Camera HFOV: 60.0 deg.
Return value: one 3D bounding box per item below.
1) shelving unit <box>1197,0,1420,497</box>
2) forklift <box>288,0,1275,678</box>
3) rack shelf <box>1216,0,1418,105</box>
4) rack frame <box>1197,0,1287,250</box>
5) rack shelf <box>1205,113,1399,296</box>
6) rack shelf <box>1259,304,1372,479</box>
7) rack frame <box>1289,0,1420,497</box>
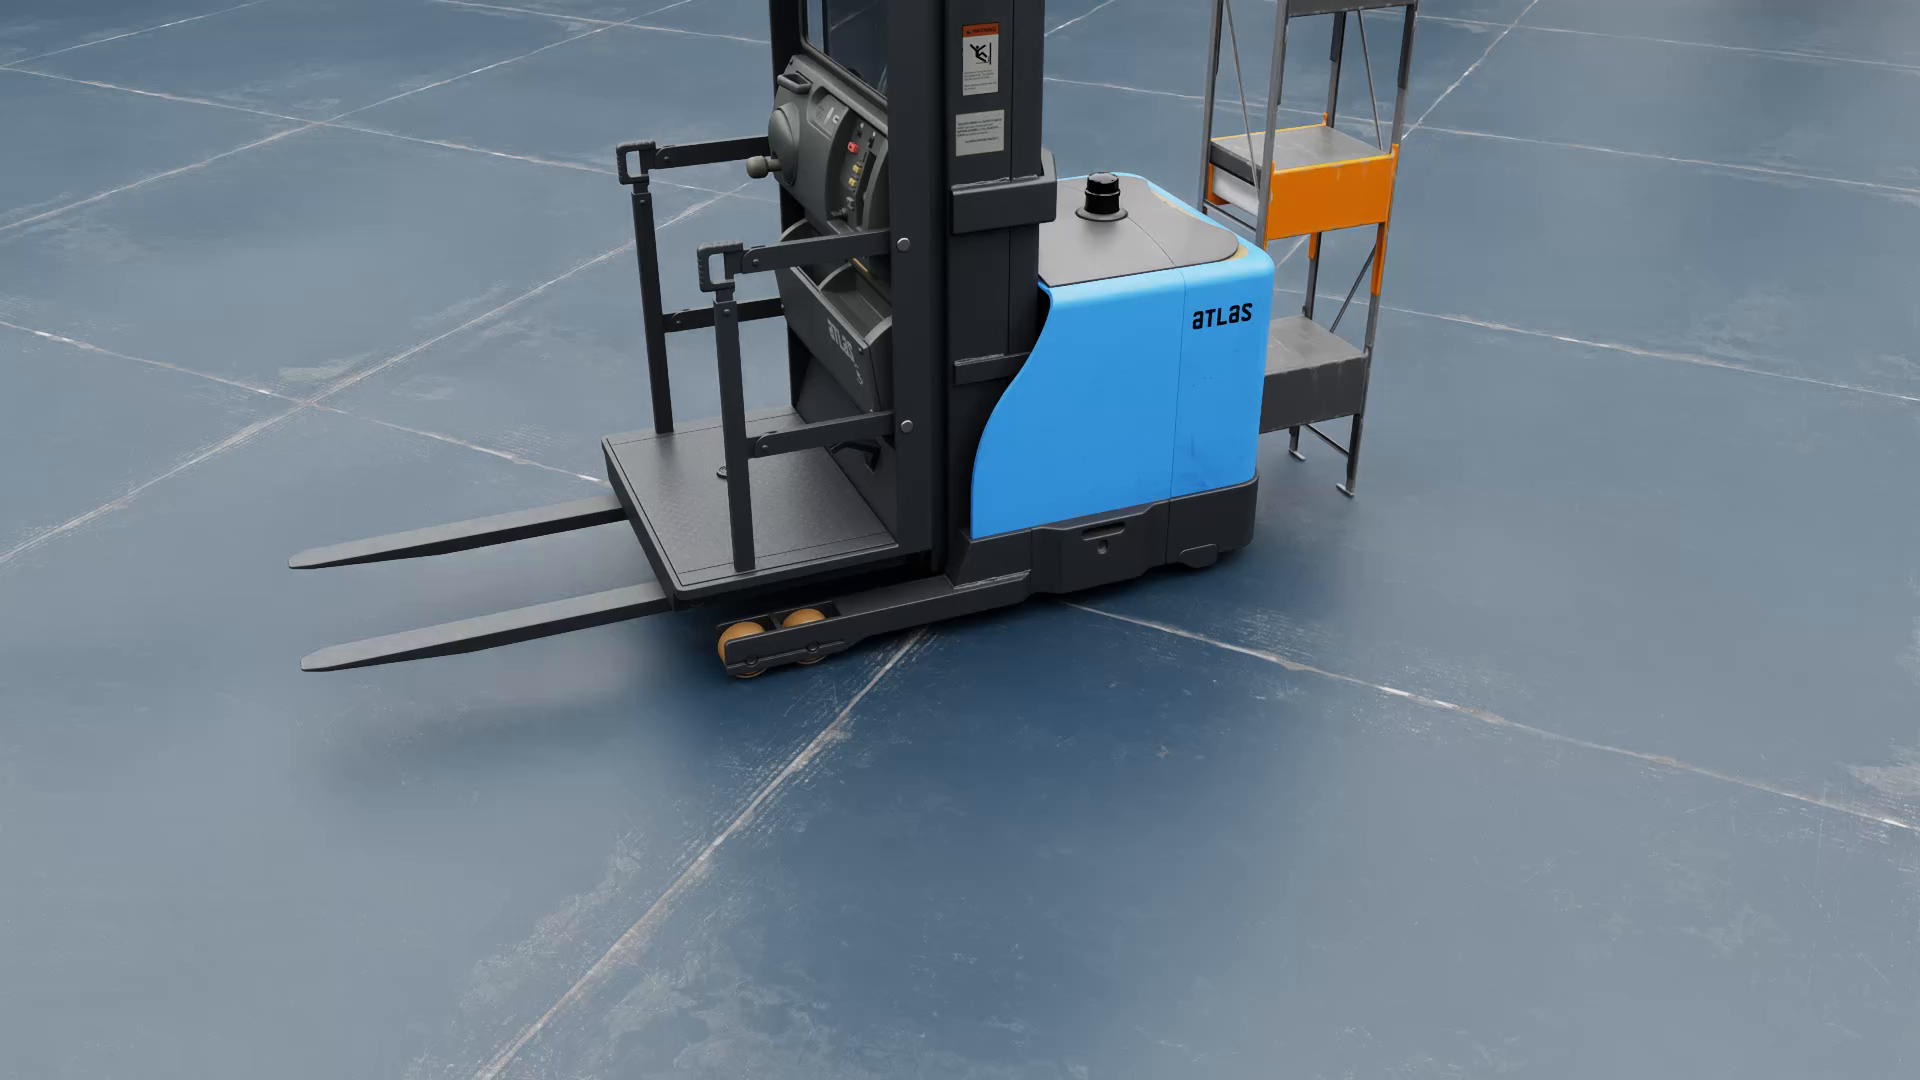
[{"bbox_3d":[1.116,-1.109,5.573,0.503,2.100,0.431,-12,32,-20],"label":"shelving unit"},{"bbox_3d":[-0.576,-1.153,4.815,3.031,2.935,1.130,-12,32,-19],"label":"forklift"},{"bbox_3d":[1.116,-1.705,5.231,0.480,0.518,0.431,-12,32,-20],"label":"rack shelf"},{"bbox_3d":[0.892,-1.061,5.488,0.015,2.100,0.400,-12,32,-20],"label":"rack frame"},{"bbox_3d":[1.116,-1.097,5.580,0.480,0.518,0.431,-12,32,-20],"label":"rack shelf"},{"bbox_3d":[1.116,-0.490,5.929,0.480,0.518,0.431,-12,32,-20],"label":"rack shelf"},{"bbox_3d":[1.340,-1.158,5.658,0.015,2.100,0.400,-12,32,-20],"label":"rack frame"}]
